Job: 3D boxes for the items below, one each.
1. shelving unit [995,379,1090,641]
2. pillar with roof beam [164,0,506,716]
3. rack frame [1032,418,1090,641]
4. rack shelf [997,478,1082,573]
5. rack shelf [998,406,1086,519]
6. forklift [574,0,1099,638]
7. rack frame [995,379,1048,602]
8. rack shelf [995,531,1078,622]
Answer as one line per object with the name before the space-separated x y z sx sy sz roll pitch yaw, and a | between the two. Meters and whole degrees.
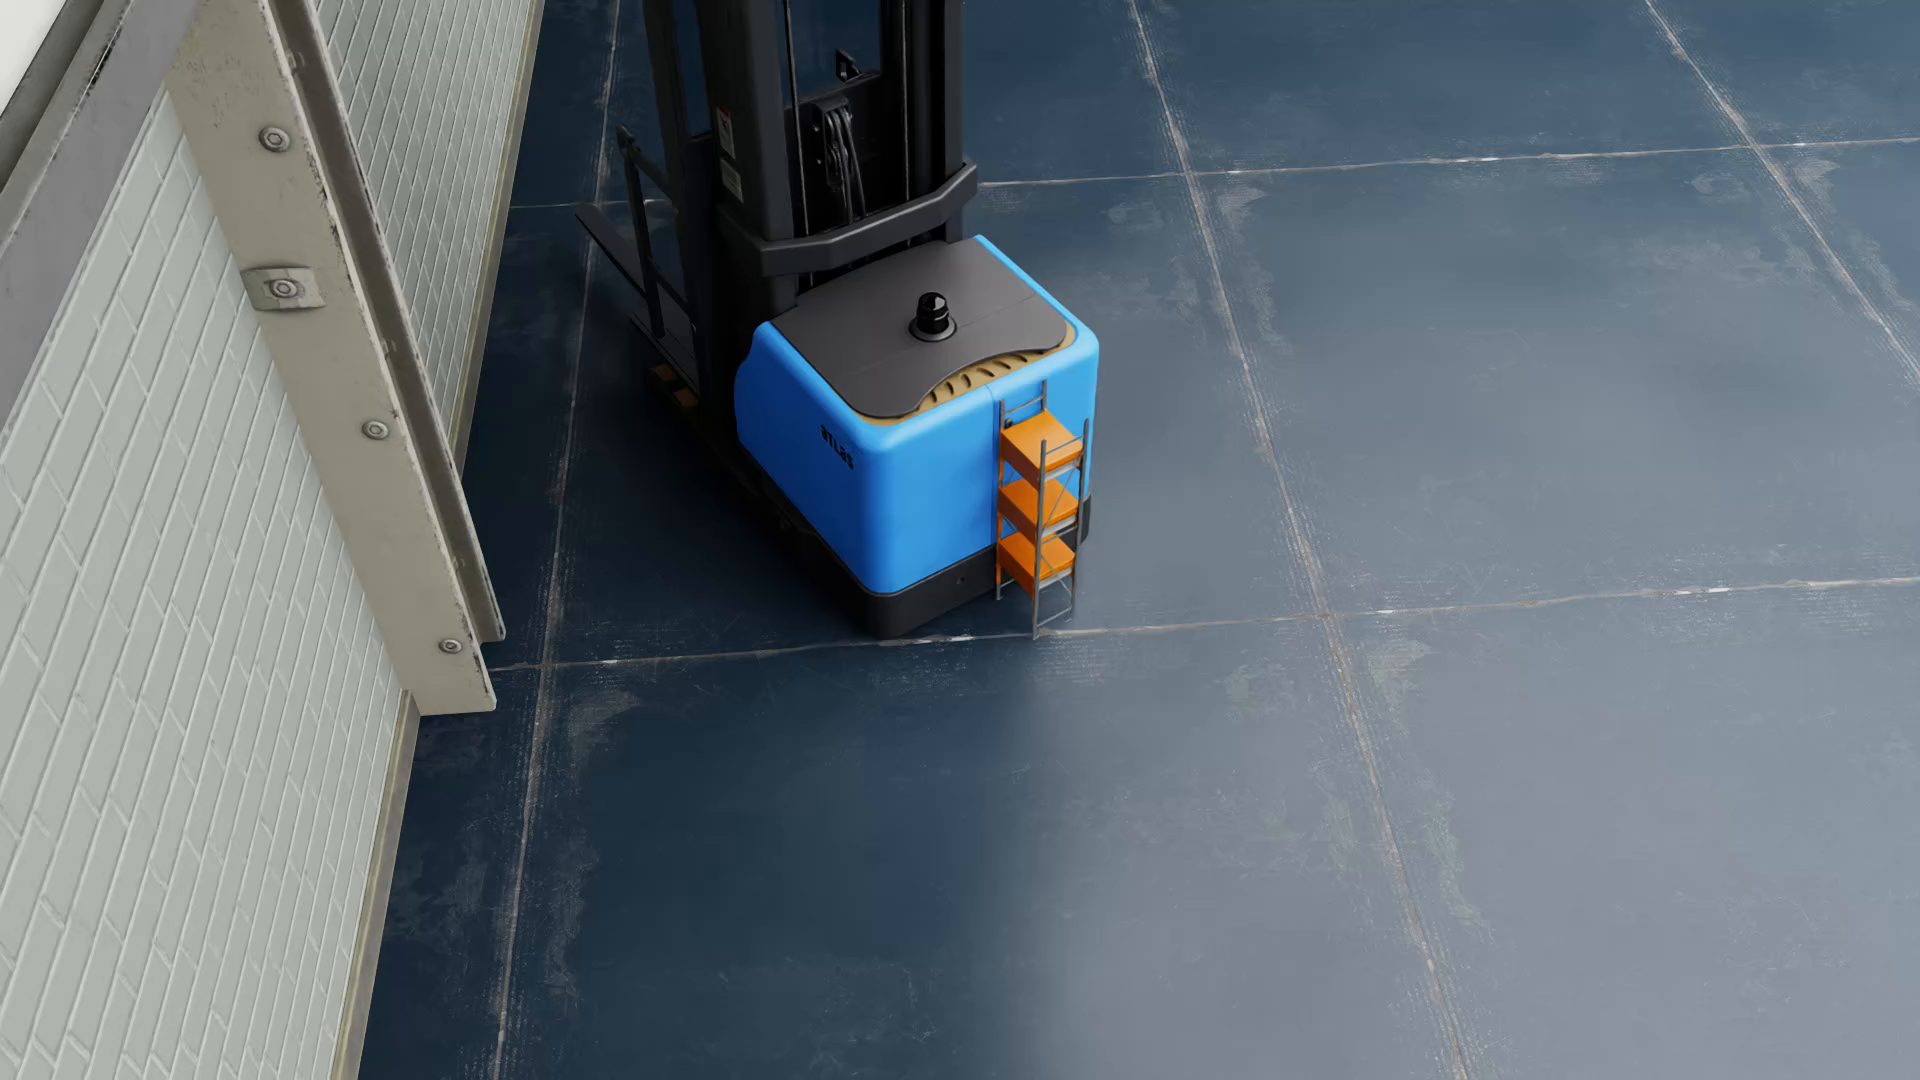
shelving unit | 0.291 -0.089 6.111 0.215 1.050 0.252 -26 52 -23
pillar with roof beam | 2.399 -2.859 3.260 9.100 9.000 0.400 -3 47 -3
rack frame | 0.360 -0.016 6.042 0.200 1.050 0.008 -26 52 -23
rack shelf | 0.291 -0.082 6.119 0.215 0.259 0.240 -26 52 -23
rack shelf | 0.291 -0.277 5.913 0.215 0.259 0.240 -26 52 -23
forklift | -0.724 -1.679 6.321 1.130 2.935 3.031 -26 52 -23
rack frame | 0.223 -0.162 6.181 0.200 1.050 0.008 -26 52 -23
rack shelf | 0.291 0.110 6.321 0.215 0.259 0.240 -26 52 -23
